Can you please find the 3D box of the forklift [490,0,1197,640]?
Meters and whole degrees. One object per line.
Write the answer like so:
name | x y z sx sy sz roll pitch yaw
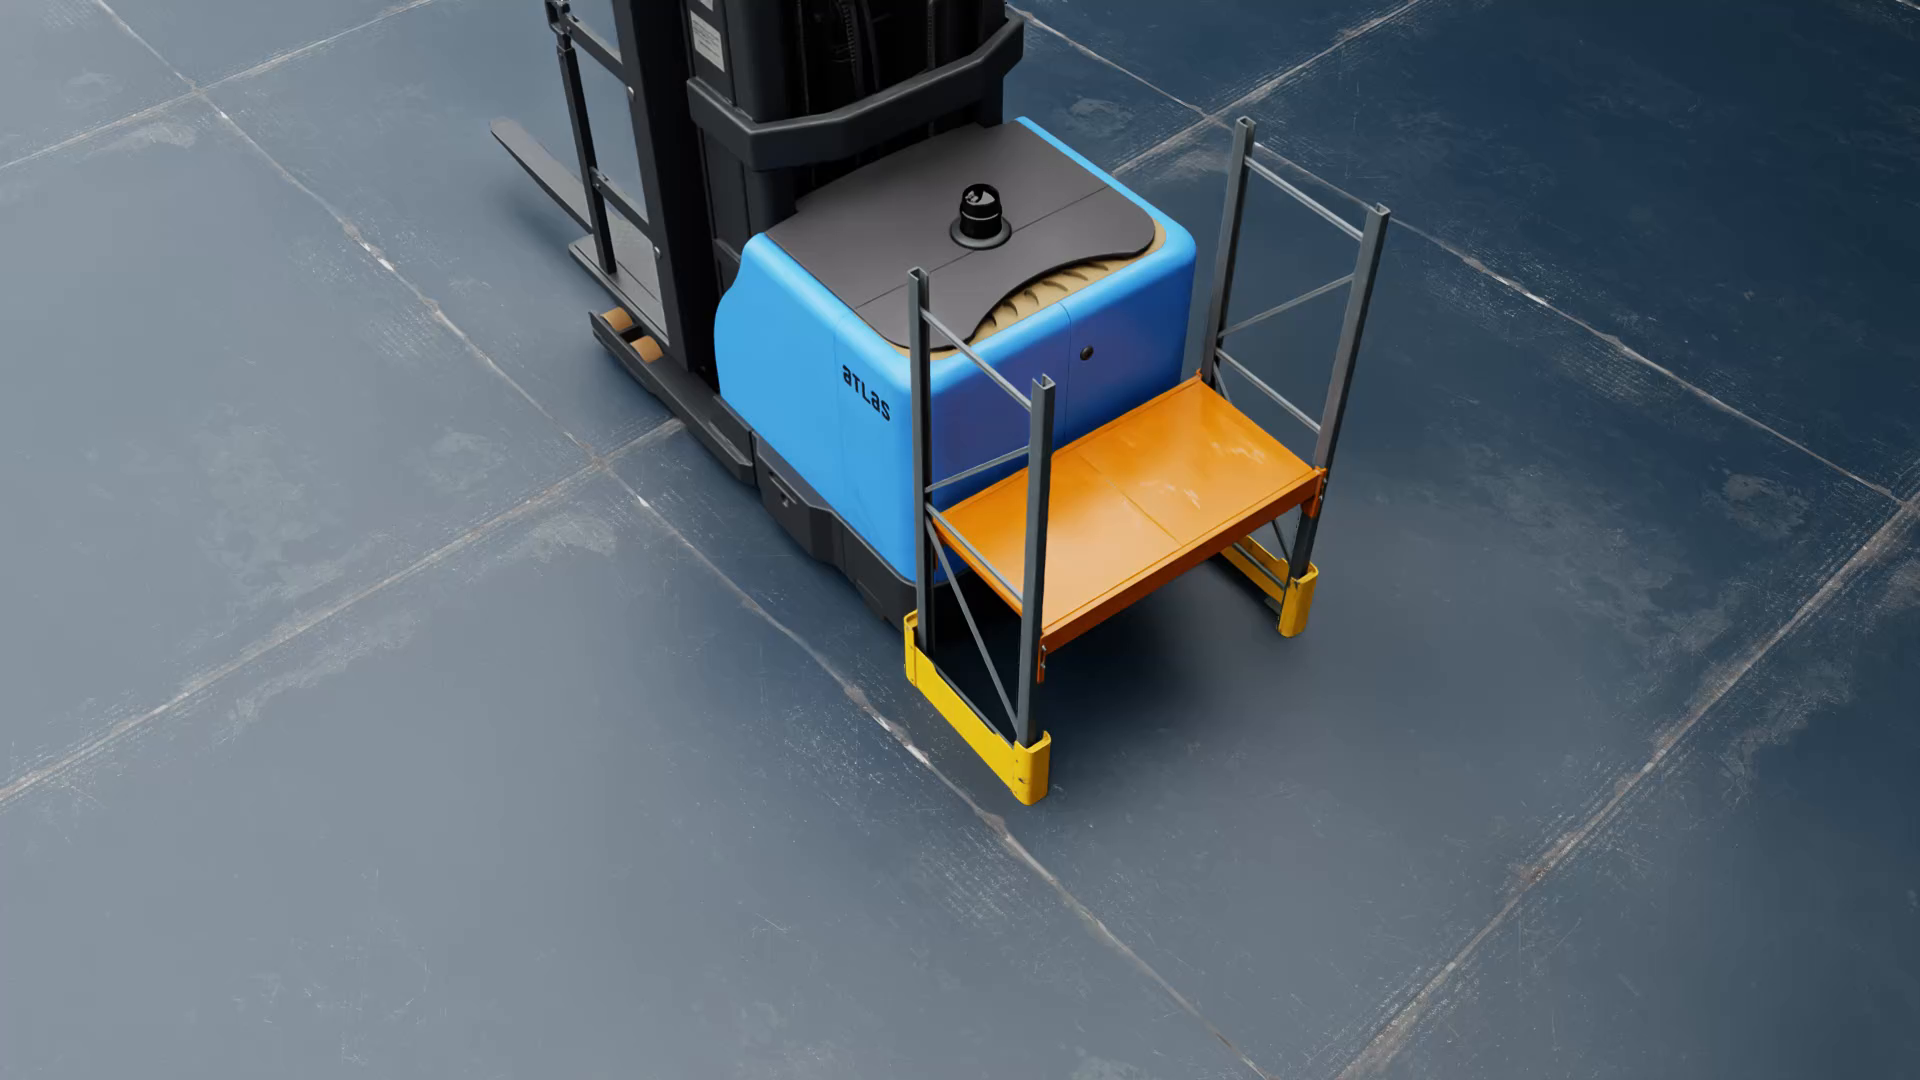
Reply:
forklift | -0.630 -1.731 4.853 1.130 2.935 3.031 -30 54 -25

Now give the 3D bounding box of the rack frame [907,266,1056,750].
rack frame | 0.041 0.038 4.194 0.032 1.500 0.500 -29 54 -24

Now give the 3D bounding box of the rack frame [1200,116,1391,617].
rack frame | 0.856 -0.409 4.606 0.032 1.500 0.500 -29 54 -24

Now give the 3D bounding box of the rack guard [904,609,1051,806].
rack guard | 0.042 0.461 4.654 0.087 0.250 0.587 -29 54 -24

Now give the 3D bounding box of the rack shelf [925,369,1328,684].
rack shelf | 0.448 -0.063 4.532 1.000 0.185 0.538 -29 54 -24

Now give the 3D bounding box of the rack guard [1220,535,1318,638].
rack guard | 0.840 0.023 5.058 0.087 0.250 0.587 -29 54 -24

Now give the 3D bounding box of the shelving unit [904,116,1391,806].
shelving unit | 0.441 -0.181 4.396 1.083 1.500 0.587 -29 54 -24
